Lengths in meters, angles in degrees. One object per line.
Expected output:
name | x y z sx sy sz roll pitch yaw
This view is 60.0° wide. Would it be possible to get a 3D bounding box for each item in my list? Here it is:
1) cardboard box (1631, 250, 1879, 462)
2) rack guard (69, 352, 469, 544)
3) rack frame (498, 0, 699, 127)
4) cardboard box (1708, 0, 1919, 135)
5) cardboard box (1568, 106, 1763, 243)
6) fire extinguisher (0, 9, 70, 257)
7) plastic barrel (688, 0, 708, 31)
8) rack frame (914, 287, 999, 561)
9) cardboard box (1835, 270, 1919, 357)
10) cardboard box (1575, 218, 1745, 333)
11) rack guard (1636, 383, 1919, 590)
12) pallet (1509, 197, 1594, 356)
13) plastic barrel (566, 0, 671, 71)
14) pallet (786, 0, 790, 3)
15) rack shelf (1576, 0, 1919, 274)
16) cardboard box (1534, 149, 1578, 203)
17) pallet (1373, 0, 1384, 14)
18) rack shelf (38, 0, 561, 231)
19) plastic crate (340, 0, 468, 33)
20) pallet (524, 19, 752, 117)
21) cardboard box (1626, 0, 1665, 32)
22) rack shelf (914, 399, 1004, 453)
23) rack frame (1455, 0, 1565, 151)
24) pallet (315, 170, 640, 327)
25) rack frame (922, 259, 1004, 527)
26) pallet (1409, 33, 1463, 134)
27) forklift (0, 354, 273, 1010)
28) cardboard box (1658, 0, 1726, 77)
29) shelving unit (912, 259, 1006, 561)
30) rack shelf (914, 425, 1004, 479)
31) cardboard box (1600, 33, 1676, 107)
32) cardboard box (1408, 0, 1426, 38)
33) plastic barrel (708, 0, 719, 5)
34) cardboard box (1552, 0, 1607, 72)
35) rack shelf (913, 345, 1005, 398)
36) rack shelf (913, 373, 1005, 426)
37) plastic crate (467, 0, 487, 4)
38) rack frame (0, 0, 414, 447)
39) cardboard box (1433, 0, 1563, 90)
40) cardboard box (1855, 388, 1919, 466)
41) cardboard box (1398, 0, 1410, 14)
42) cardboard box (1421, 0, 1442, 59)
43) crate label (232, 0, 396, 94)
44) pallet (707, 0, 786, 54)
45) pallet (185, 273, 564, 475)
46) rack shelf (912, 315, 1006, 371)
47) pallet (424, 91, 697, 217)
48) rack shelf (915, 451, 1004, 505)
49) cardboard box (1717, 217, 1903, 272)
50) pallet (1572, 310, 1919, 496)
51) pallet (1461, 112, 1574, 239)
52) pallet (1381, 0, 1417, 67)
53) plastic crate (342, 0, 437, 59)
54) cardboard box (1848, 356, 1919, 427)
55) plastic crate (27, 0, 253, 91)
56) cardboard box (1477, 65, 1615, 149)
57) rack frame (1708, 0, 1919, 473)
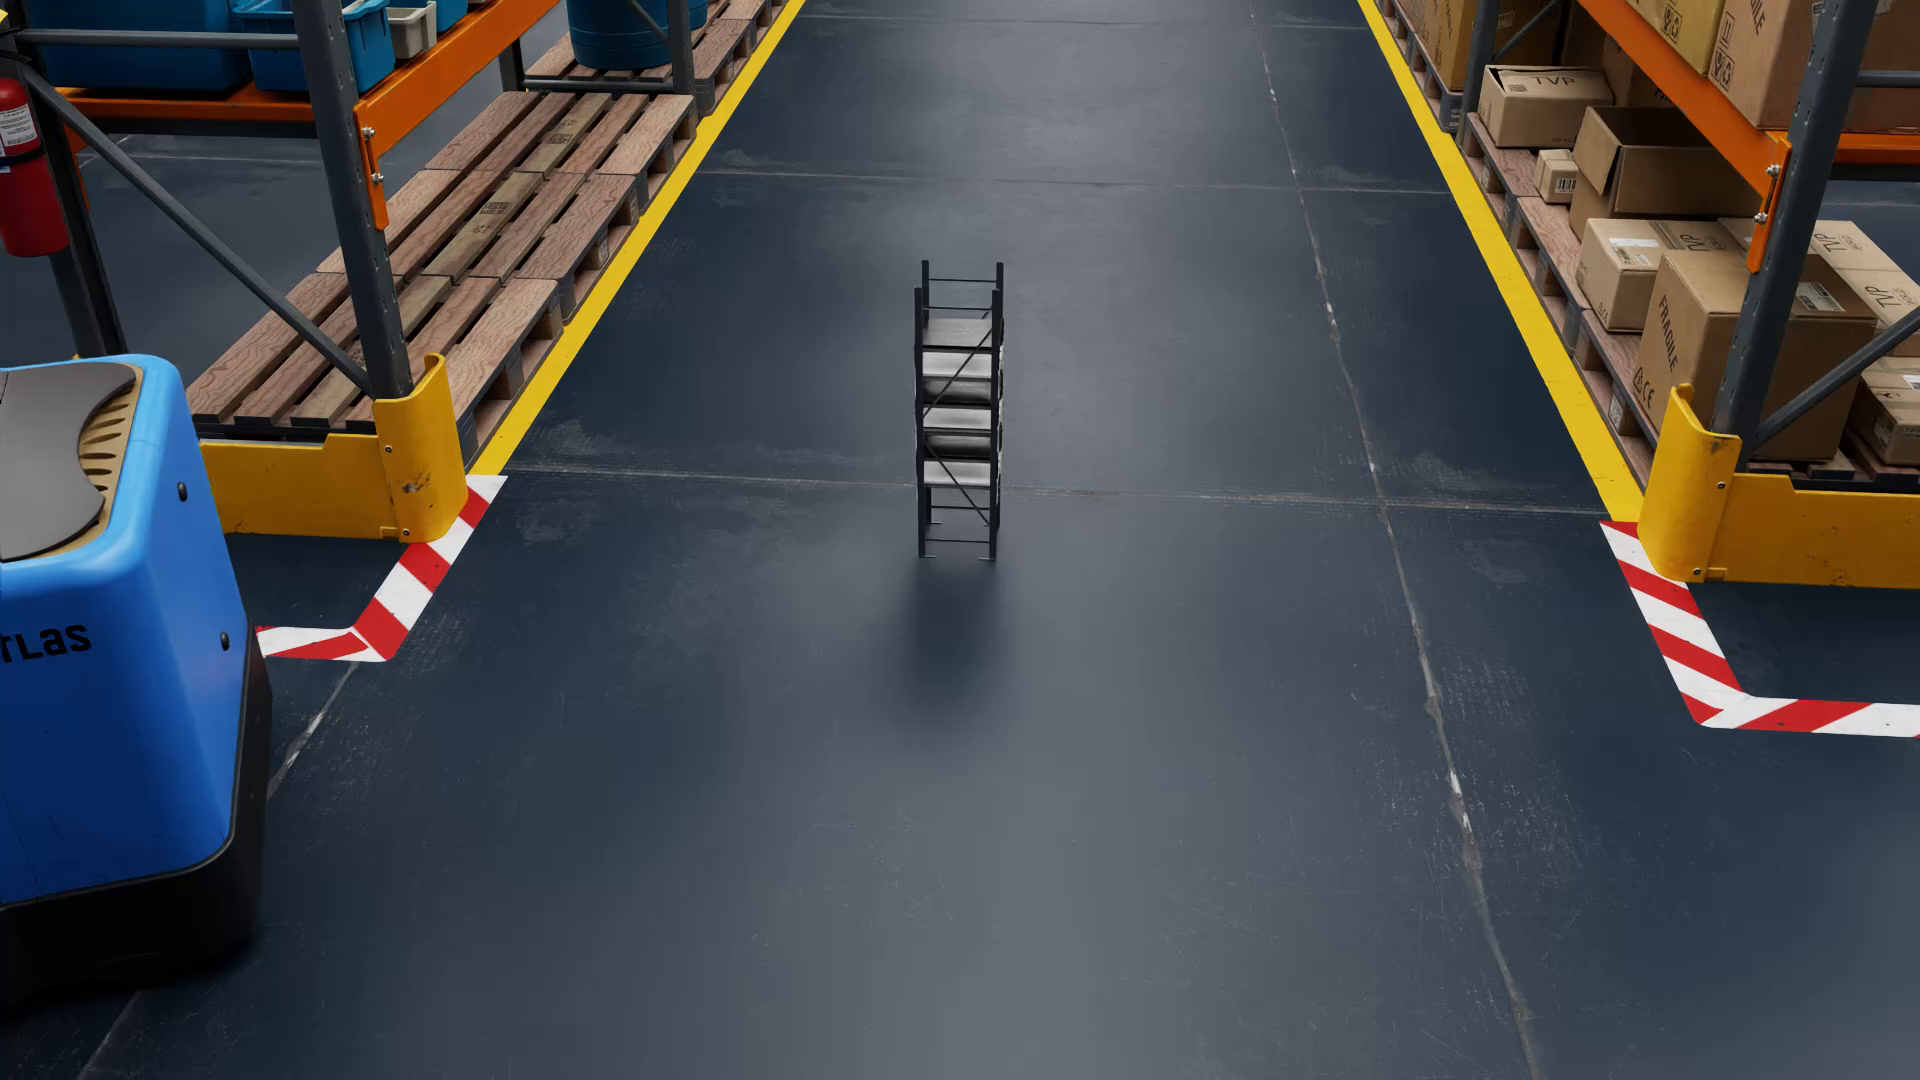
cardboard box | 2.516 -0.595 5.320 0.500 0.500 0.500 2 32 4
rack guard | -2.208 -0.313 5.282 1.175 0.500 0.348 2 32 4
rack frame | -1.893 -3.482 8.041 1.000 3.000 0.127 2 32 4
cardboard box | 2.483 -1.465 4.674 0.500 0.500 0.500 3 32 5
cardboard box | 2.896 -1.411 6.640 0.797 0.503 0.637 2 32 4
fire extinguisher | -2.684 -1.139 4.669 0.296 0.674 0.183 2 32 4
plastic barrel | -1.774 -3.422 9.543 0.600 0.901 0.708 2 32 4
rack frame | -0.009 -0.326 4.921 0.240 0.900 0.006 2 32 4
cardboard box | 3.085 -0.727 5.773 0.500 0.250 0.500 2 32 4
cardboard box | 2.624 -0.984 6.189 0.500 0.250 0.500 2 32 4
rack guard | 2.724 -0.153 5.021 1.175 0.500 0.348 2 32 4
pallet | 2.890 -1.083 6.806 1.003 0.211 1.213 2 32 4
plastic barrel | -1.832 -3.051 8.942 0.600 0.901 0.708 2 32 4
pallet | -1.590 -3.973 11.495 1.003 0.211 1.213 2 32 4
rack shelf | 2.881 -1.917 6.187 1.077 0.370 4.000 2 32 4
cardboard box | 2.733 -1.587 7.247 0.380 0.166 0.250 2 32 4
pallet | 3.271 -3.784 11.190 1.003 0.211 1.213 2 32 4
rack shelf | -2.056 -2.130 6.533 1.077 0.370 4.000 2 32 4
plastic crate | -1.817 -1.804 5.421 0.416 0.233 0.300 2 32 4
pallet | -1.789 -2.697 9.425 1.003 0.211 1.213 2 32 4
cardboard box | 2.568 -1.998 5.537 0.500 0.500 0.500 3 32 4
rack shelf | -0.001 -0.350 5.025 0.258 0.077 0.200 2 32 4
rack frame | 3.043 -3.269 7.695 1.000 3.000 0.127 2 32 4
pallet | -2.011 -1.269 7.108 1.003 0.211 1.213 2 32 4
rack frame | 0.008 -0.432 5.093 0.240 0.900 0.006 2 32 4
pallet | 3.072 -2.508 9.119 1.003 0.211 1.213 2 32 4
forklift | -3.151 -0.320 2.975 3.031 2.935 1.130 -9 33 -15
cardboard box | 2.522 -1.737 5.114 0.500 0.500 0.500 3 32 4
shelving unit | -0.001 -0.379 5.007 0.258 0.900 0.210 2 32 4
rack shelf | -0.001 -0.274 5.072 0.258 0.077 0.200 2 32 4
cardboard box | 3.280 -2.082 7.732 0.500 0.500 0.500 2 32 4
cardboard box | 2.888 -3.182 9.518 0.500 0.500 0.500 3 32 5
plastic barrel | -1.639 -3.547 10.118 0.421 0.512 0.421 0 32 0
cardboard box | 3.326 -2.634 8.629 0.500 0.500 0.500 1 32 2
rack shelf | -0.001 -0.504 4.930 0.258 0.077 0.200 2 32 4
rack shelf | -0.001 -0.427 4.977 0.258 0.077 0.200 2 32 4
plastic crate | -1.707 -1.938 5.730 0.250 0.136 0.298 2 32 4
rack frame | -2.219 -1.391 4.647 1.000 3.000 0.127 2 32 4
cardboard box | 2.798 -2.662 8.674 0.500 0.500 0.500 2 32 4
cardboard box | 3.094 -0.355 5.265 0.380 0.149 0.250 2 32 4
cardboard box | 2.927 -3.448 9.950 0.500 0.500 0.500 1 32 2
cardboard box | 2.847 -2.920 9.093 0.500 0.500 0.500 3 32 4
crate label | -1.871 -1.460 4.862 0.416 0.233 0.303 2 32 4
pallet | -1.692 -3.336 10.463 1.003 0.211 1.213 2 32 4
pallet | -2.113 -0.633 6.076 1.003 0.211 1.213 2 32 4
rack shelf | -0.001 -0.580 4.883 0.258 0.077 0.200 2 32 4
pallet | -1.914 -1.909 8.146 1.003 0.211 1.213 2 32 4
rack shelf | -0.001 -0.197 5.119 0.258 0.077 0.200 2 32 4
cardboard box | 3.126 -0.989 6.197 0.500 0.250 0.500 2 32 4
pallet | 2.788 -0.446 5.774 1.003 0.211 1.213 2 32 4
pallet | 2.987 -1.722 7.844 1.003 0.211 1.213 2 32 4
pallet | 3.169 -3.148 10.157 1.003 0.211 1.213 2 32 4
plastic crate | -1.762 -1.583 5.154 0.250 0.136 0.298 2 32 4
cardboard box | 3.115 -0.493 5.472 0.380 0.166 0.250 2 32 4
plastic crate | -2.378 -1.614 4.919 0.616 0.435 0.499 2 32 4
cardboard box | 2.794 -2.101 7.944 0.500 0.311 0.500 2 32 4
rack frame | 2.718 -1.177 4.301 1.000 3.000 0.127 2 32 4
